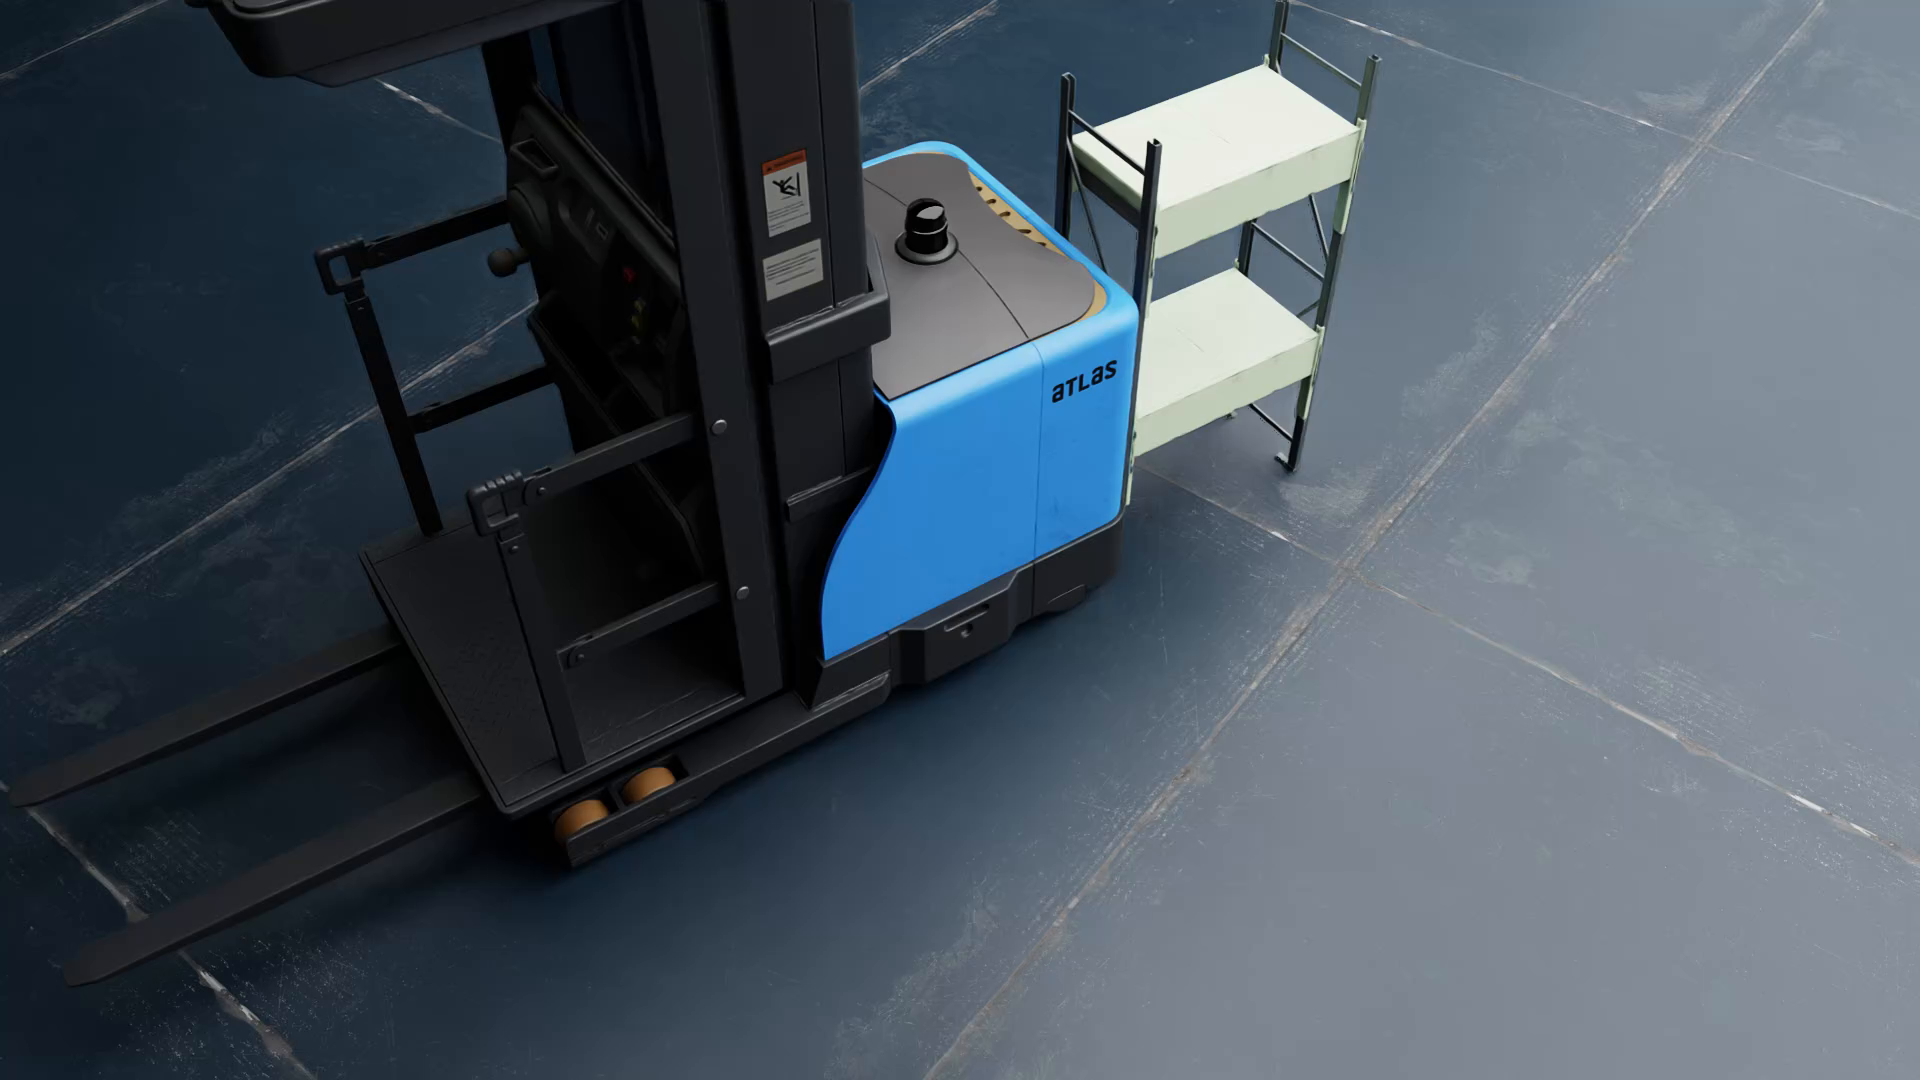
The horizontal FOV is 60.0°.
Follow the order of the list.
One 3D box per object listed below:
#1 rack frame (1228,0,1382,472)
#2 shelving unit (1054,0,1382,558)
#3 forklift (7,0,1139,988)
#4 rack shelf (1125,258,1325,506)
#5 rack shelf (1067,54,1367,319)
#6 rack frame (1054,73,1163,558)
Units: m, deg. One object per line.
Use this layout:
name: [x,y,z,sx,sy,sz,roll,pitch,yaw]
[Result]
rack frame: [0.996,-0.867,5.041,0.023,1.500,0.400,-25,51,-22]
shelving unit: [0.690,-0.722,4.903,0.755,1.500,0.431,-25,51,-22]
forklift: [-1.026,-0.600,3.796,3.031,2.935,1.130,-25,51,-22]
rack shelf: [0.690,-0.497,5.139,0.720,0.370,0.431,-25,51,-22]
rack shelf: [0.690,-0.992,4.621,0.720,0.370,0.431,-25,51,-22]
rack frame: [0.383,-0.578,4.765,0.023,1.500,0.400,-25,51,-22]
